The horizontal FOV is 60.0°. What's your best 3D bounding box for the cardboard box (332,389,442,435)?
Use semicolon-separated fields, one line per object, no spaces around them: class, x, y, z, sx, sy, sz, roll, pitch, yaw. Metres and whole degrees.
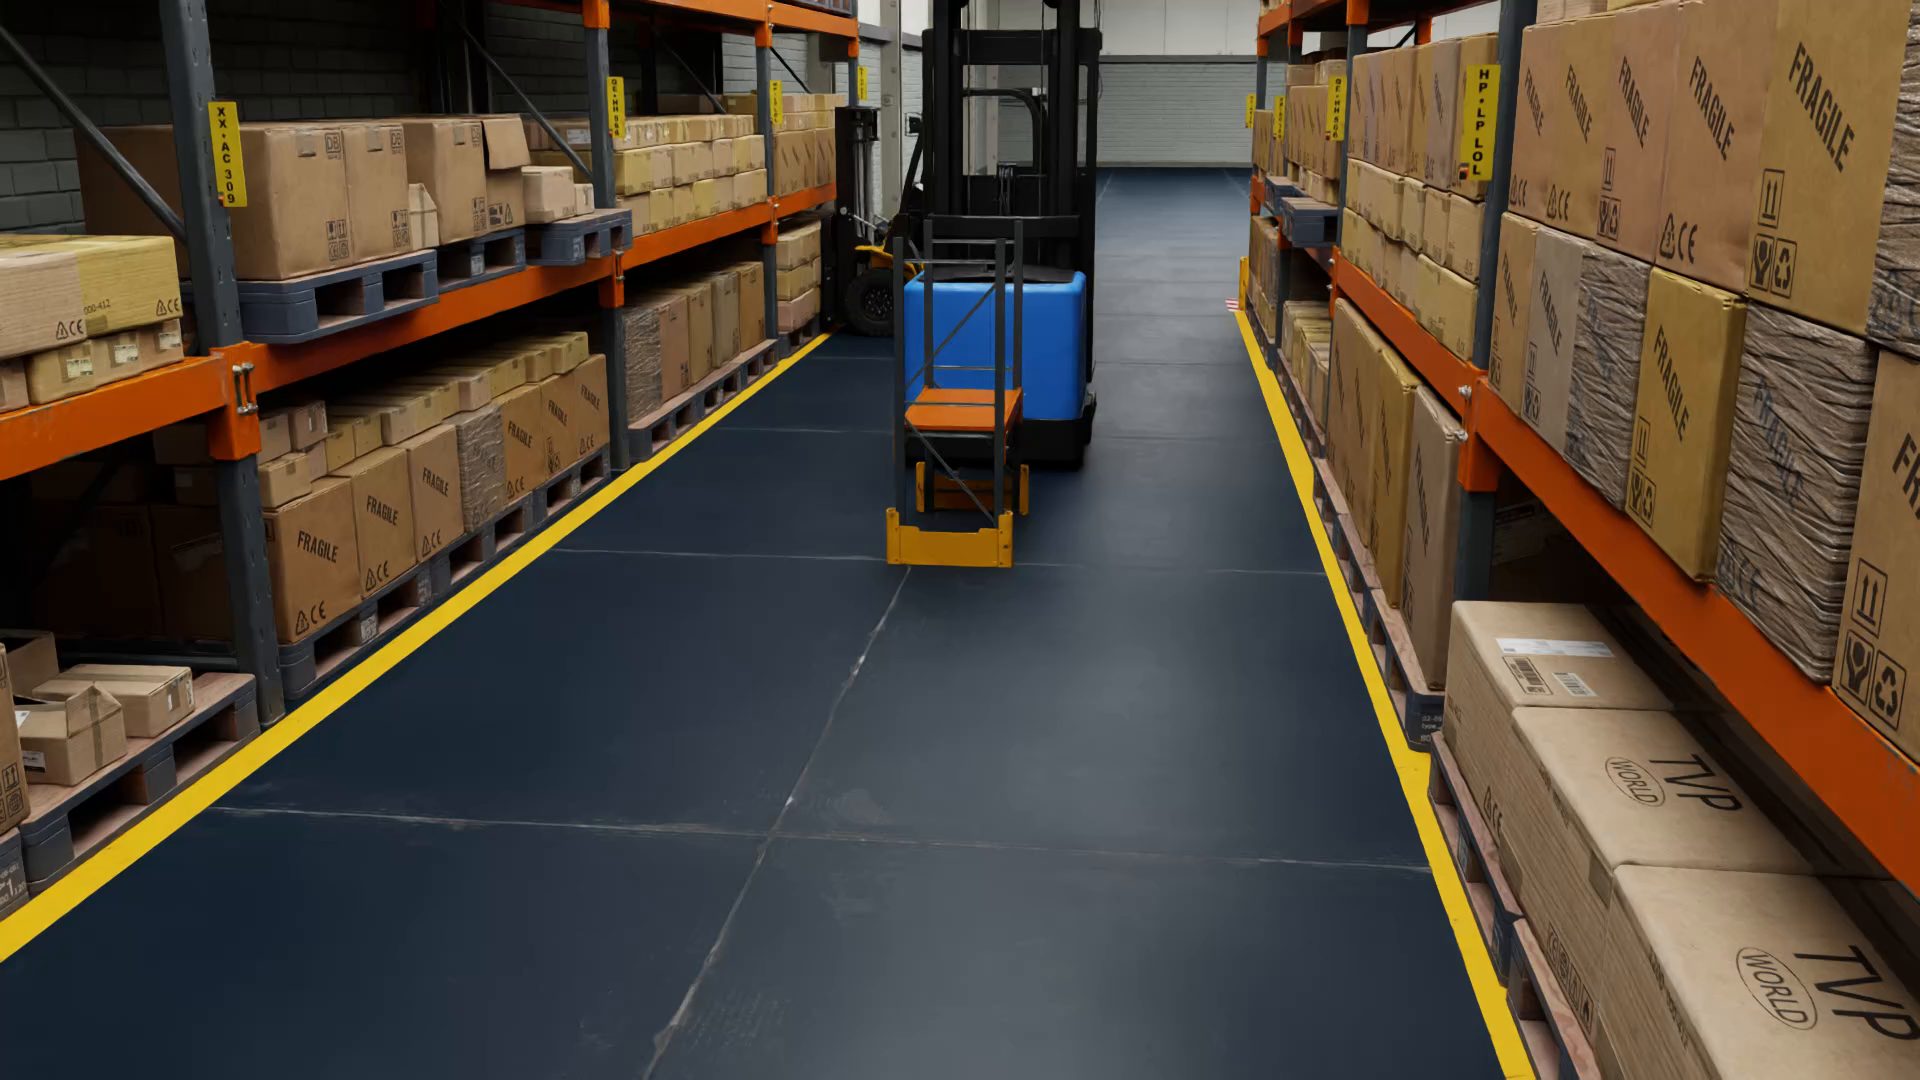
cardboard box;-2.488;-0.559;7.225;0.380;0.149;0.250;2;15;8

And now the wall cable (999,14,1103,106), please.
wall cable;2.534;-13.686;47.483;3.097;2.526;0.112;2;15;6

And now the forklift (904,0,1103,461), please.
forklift;0.338;-2.208;10.711;1.130;2.935;3.031;2;15;6

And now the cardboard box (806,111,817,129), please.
cardboard box;-1.483;-3.736;14.798;0.380;0.149;0.250;1;15;5

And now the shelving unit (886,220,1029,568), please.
shelving unit;0.009;-0.744;8.039;0.587;1.500;1.083;2;15;6

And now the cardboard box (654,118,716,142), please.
cardboard box;-1.860;-2.762;11.196;0.380;0.149;0.250;1;15;5

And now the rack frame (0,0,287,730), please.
rack frame;-2.877;-0.824;5.464;1.000;3.000;0.127;2;15;6

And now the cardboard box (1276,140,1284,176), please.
cardboard box;2.761;-3.068;13.002;0.500;0.500;0.500;1;15;5

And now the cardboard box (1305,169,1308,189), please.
cardboard box;2.406;-2.294;10.577;0.380;0.149;0.250;1;15;4

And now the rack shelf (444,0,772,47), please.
rack shelf;-2.200;-3.481;10.922;1.077;0.370;4.000;2;15;6

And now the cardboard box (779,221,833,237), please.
cardboard box;-1.429;-2.771;15.211;0.500;0.250;0.500;1;15;5

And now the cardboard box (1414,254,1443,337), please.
cardboard box;1.914;-0.863;5.893;0.500;0.250;0.500;1;15;5

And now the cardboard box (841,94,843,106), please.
cardboard box;-1.351;-4.278;16.231;0.380;0.149;0.250;2;15;6

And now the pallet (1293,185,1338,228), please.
pallet;2.689;-2.139;10.692;1.003;0.211;1.213;2;15;6

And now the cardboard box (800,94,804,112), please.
cardboard box;-1.551;-3.747;14.268;0.380;0.149;0.250;1;15;5

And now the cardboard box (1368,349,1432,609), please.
cardboard box;2.140;-0.254;6.620;0.875;0.875;0.875;2;15;8

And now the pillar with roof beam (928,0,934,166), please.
pillar with roof beam;3.811;-11.220;32.418;9.100;9.000;0.400;2;15;6

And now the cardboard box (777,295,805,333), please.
cardboard box;-1.591;-1.890;13.870;0.500;0.250;0.500;2;15;7

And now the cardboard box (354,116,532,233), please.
cardboard box;-2.427;-1.686;7.647;0.797;0.503;0.637;1;15;5

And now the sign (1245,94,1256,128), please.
sign;2.870;-4.225;16.383;0.100;0.325;0.005;2;15;6

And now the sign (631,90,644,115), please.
sign;-2.526;-3.371;13.073;0.100;0.325;0.005;2;15;6

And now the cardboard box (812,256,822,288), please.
cardboard box;-1.490;-2.393;14.771;0.500;0.250;0.500;2;15;6

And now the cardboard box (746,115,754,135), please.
cardboard box;-1.793;-3.166;12.688;0.380;0.149;0.250;2;15;8

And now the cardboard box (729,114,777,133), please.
cardboard box;-1.677;-3.336;13.317;0.380;0.149;0.250;1;15;5

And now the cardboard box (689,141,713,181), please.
cardboard box;-1.966;-2.537;11.127;0.500;0.250;0.500;2;15;7

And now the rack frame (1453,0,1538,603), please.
rack frame;2.055;-0.679;4.927;1.000;3.000;0.127;2;15;6

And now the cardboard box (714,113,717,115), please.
cardboard box;-2.200;-3.418;13.620;0.380;0.149;0.250;1;15;5

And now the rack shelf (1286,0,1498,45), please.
rack shelf;2.732;-3.336;10.385;1.077;0.370;4.000;2;15;6

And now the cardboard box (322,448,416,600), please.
cardboard box;-2.549;-0.078;6.687;0.500;0.500;0.500;1;15;6

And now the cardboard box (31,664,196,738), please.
cardboard box;-2.648;0.502;5.215;0.380;0.149;0.250;1;15;5

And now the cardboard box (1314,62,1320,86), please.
cardboard box;2.533;-3.065;10.943;0.380;0.149;0.250;3;15;9

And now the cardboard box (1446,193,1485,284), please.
cardboard box;1.863;-0.970;5.331;0.500;0.250;0.500;2;15;6

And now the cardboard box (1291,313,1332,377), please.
cardboard box;2.823;-1.366;11.695;0.950;0.372;0.625;3;15;10

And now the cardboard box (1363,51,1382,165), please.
cardboard box;2.161;-1.998;7.697;0.500;0.500;0.500;2;15;6

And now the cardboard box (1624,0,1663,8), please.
cardboard box;1.614;-1.184;3.444;0.380;0.149;0.250;1;15;5

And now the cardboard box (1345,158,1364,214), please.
cardboard box;2.204;-1.761;8.259;0.500;0.250;0.500;2;15;6

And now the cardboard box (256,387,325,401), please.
cardboard box;-3.019;-0.574;7.282;0.380;0.149;0.250;2;15;7

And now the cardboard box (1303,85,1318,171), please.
cardboard box;2.385;-2.503;10.105;0.500;0.500;0.500;1;15;2

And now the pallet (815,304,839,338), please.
pallet;-1.708;-2.076;15.433;1.003;0.211;1.213;2;15;6

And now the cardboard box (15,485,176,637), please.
cardboard box;-3.116;0.044;6.239;0.500;0.500;0.500;2;15;6

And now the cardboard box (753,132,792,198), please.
cardboard box;-1.665;-3.055;13.522;0.500;0.500;0.500;1;15;5

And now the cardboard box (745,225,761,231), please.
cardboard box;-1.999;-2.653;14.776;0.500;0.250;0.500;2;15;7

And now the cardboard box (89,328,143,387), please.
cardboard box;-2.670;-0.545;4.912;0.380;0.149;0.250;2;15;8

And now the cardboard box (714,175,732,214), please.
cardboard box;-1.909;-2.430;11.690;0.500;0.250;0.500;2;15;7

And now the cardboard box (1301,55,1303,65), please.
cardboard box;3.568;-4.327;15.741;0.700;0.500;0.500;1;15;5

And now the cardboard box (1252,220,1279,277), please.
cardboard box;2.986;-2.686;15.375;0.500;0.500;0.500;1;15;4

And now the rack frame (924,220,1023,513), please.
rack frame;0.067;-0.878;8.536;0.500;1.500;0.032;2;15;6

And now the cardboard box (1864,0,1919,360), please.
cardboard box;1.451;-0.441;1.940;0.500;0.500;0.500;2;15;6

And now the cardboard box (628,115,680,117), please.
cardboard box;-2.310;-3.108;12.475;0.380;0.149;0.250;1;15;4

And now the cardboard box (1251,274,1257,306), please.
cardboard box;2.978;-2.334;15.509;0.500;0.250;0.500;2;15;8

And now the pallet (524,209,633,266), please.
pallet;-2.433;-1.591;8.668;1.213;0.211;1.003;2;15;6

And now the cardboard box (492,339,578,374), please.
cardboard box;-2.230;-0.964;8.721;0.380;0.149;0.250;1;15;3

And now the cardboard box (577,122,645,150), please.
cardboard box;-2.069;-2.366;9.733;0.380;0.149;0.250;2;15;7

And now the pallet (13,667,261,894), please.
pallet;-2.956;0.700;5.170;1.003;0.211;1.213;2;15;6

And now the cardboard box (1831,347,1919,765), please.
cardboard box;1.467;0.047;2.049;0.500;0.500;0.500;1;15;5

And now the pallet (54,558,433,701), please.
pallet;-2.823;0.310;6.613;1.003;0.211;1.213;2;15;6

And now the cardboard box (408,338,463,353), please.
cardboard box;-2.851;-0.977;8.770;0.380;0.149;0.250;2;15;8

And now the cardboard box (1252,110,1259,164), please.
cardboard box;3.080;-3.869;15.961;0.500;0.500;0.500;1;15;5
